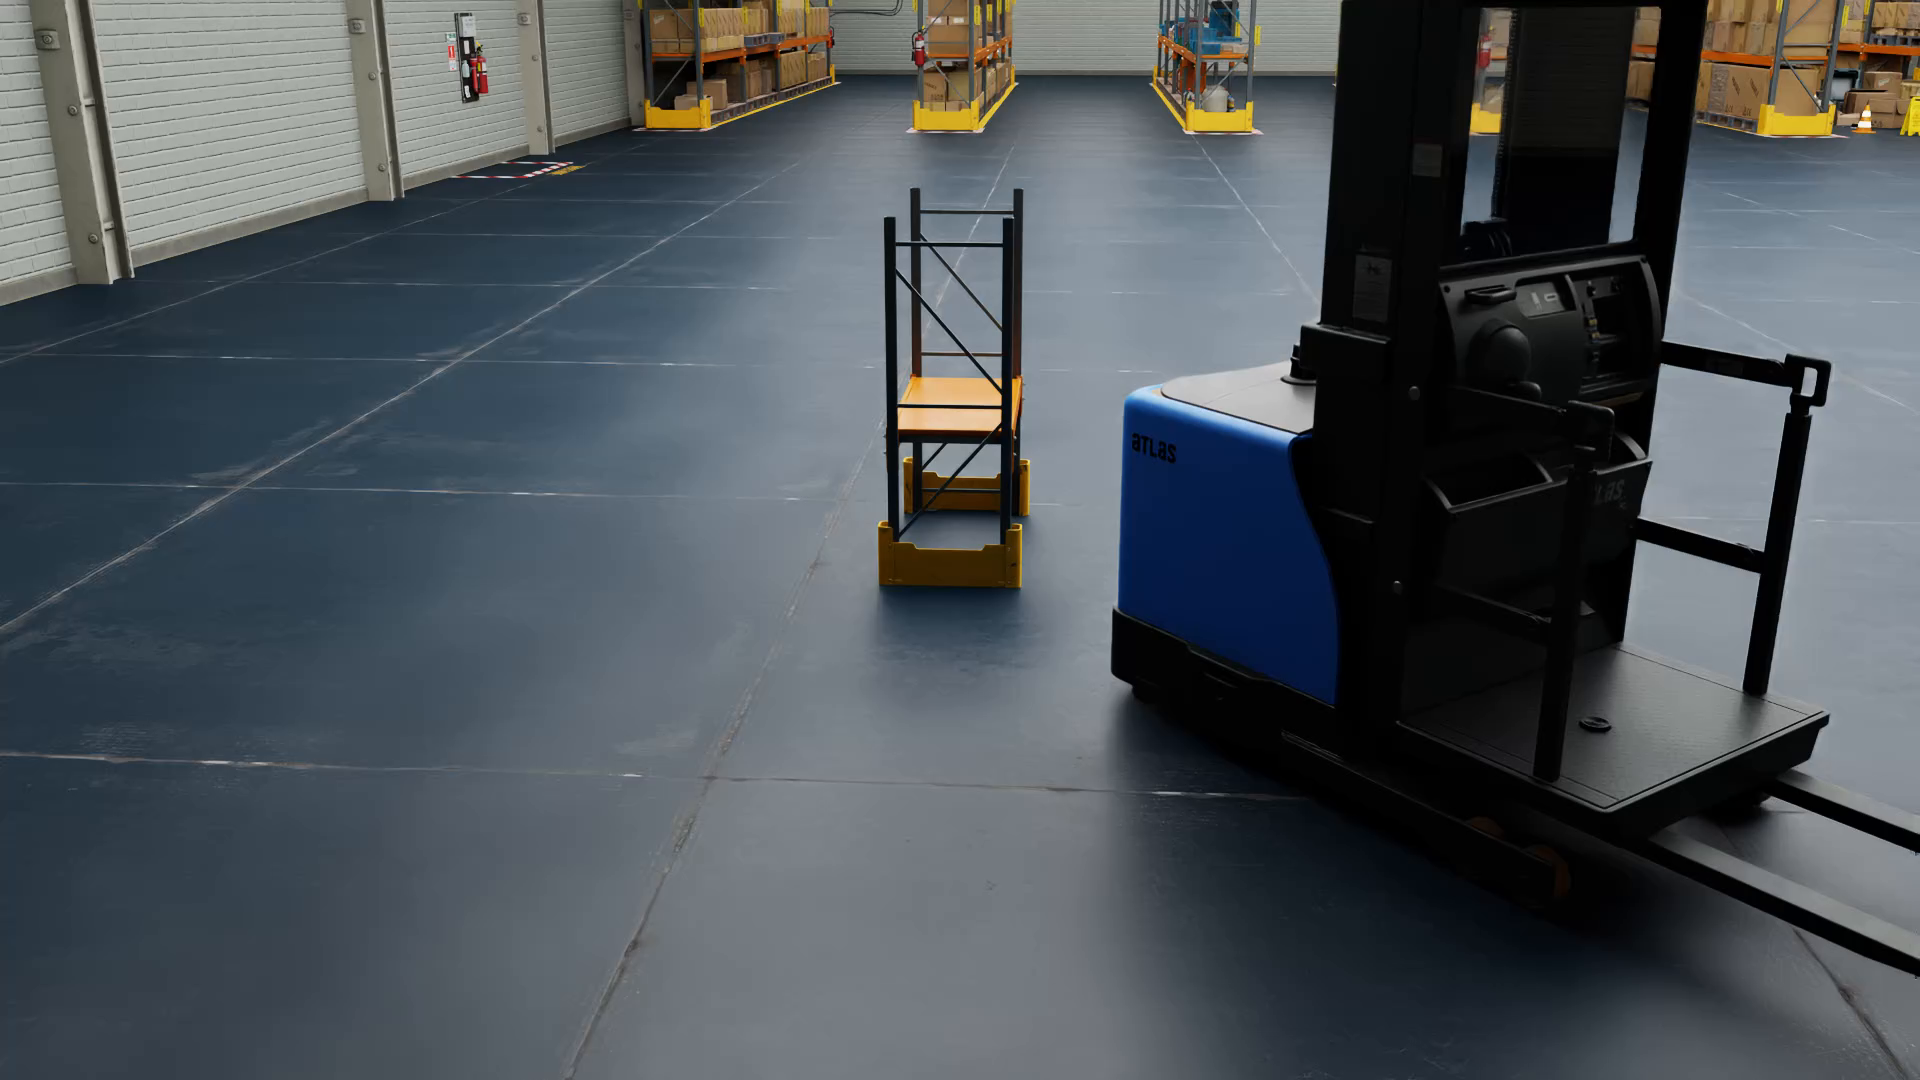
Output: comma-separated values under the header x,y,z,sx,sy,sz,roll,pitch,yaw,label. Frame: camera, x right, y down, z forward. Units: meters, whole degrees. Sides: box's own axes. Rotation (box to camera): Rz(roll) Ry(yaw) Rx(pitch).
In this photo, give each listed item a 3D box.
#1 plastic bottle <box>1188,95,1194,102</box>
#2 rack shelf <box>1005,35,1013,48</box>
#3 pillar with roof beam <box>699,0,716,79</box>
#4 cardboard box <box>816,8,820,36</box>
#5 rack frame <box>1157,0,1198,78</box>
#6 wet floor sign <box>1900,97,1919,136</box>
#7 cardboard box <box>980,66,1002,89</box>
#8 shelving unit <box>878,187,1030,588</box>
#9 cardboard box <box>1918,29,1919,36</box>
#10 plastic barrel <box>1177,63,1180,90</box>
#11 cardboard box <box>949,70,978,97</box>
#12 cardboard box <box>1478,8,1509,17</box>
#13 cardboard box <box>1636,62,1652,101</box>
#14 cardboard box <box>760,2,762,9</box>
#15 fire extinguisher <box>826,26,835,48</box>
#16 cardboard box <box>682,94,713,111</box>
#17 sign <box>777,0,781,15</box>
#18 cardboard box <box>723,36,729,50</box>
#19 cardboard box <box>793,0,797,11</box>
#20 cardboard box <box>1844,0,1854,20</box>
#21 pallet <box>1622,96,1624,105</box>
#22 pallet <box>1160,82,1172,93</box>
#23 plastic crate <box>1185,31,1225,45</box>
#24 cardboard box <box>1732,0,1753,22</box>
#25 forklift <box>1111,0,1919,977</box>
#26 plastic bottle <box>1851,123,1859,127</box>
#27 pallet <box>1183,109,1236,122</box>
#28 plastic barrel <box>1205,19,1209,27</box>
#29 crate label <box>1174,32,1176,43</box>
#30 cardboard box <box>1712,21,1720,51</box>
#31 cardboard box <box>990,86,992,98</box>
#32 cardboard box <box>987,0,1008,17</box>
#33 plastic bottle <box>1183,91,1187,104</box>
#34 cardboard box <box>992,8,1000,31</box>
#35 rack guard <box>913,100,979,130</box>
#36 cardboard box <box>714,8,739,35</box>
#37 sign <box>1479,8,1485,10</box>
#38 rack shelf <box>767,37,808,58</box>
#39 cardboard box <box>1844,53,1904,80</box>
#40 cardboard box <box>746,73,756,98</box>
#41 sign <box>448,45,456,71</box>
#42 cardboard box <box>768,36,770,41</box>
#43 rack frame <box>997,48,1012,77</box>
x,y,z,sx,sy,sz,roll,pitch,yaw,label
4.431,-8.347,31.747,0.152,0.276,0.135,1,18,4,plastic bottle
0.754,-12.892,43.107,1.077,0.370,4.000,1,18,4,rack shelf
-1.279,-13.850,35.241,9.100,9.000,0.400,1,18,4,pillar with roof beam
-4.175,-13.486,43.281,0.980,0.700,0.700,0,18,1,cardboard box
5.838,-13.744,44.549,1.000,3.000,0.127,1,18,4,rack frame
16.544,-7.350,28.817,0.267,0.644,0.232,-2,18,-6,wet floor sign
0.715,-10.845,39.012,0.500,0.500,0.500,1,18,3,cardboard box
-0.005,-0.689,7.117,0.587,1.500,1.083,1,18,4,shelving unit
19.773,-10.327,33.852,0.380,0.149,0.250,1,18,2,cardboard box
5.363,-10.816,38.812,0.600,0.588,0.708,1,18,4,plastic barrel
0.068,-8.608,31.413,0.500,0.500,0.500,1,18,4,cardboard box
9.424,-9.504,29.367,0.500,0.500,0.500,1,18,4,cardboard box
14.952,-9.678,35.080,1.050,0.750,0.750,2,18,5,cardboard box
-4.612,-11.937,37.127,0.380,0.149,0.250,-1,18,-3,cardboard box
-3.573,-13.787,45.406,0.296,0.674,0.183,1,18,4,fire extinguisher
-5.011,-8.317,31.599,0.500,0.311,0.500,3,18,8,cardboard box
-4.075,-11.984,37.446,0.100,0.325,0.005,1,18,4,sign
-4.735,-9.555,31.975,0.500,0.250,0.500,1,18,4,cardboard box
-4.192,-12.809,39.824,0.500,0.250,0.500,2,18,5,cardboard box
19.894,-11.776,36.778,0.500,0.500,0.500,2,18,5,cardboard box
15.202,-9.924,37.370,1.003,0.211,1.213,1,18,4,pallet
5.565,-11.405,41.892,1.003,0.211,1.213,1,18,4,pallet
4.813,-9.827,32.697,0.767,0.338,0.504,1,18,4,plastic crate
14.668,-9.732,30.331,0.875,0.550,0.500,1,18,4,cardboard box
1.787,-0.583,4.495,1.130,2.935,3.031,-12,22,-33,forklift
16.559,-7.653,30.682,0.133,0.061,0.283,-5,19,-15,plastic bottle
4.803,-8.104,31.816,1.003,0.211,1.213,1,18,4,pallet
5.317,-10.601,34.741,0.433,0.535,0.433,0,18,0,plastic barrel
4.860,-11.057,36.619,0.303,0.233,0.416,1,18,4,crate label
14.826,-9.549,31.507,0.875,0.550,0.550,1,18,4,cardboard box
0.423,-9.619,35.702,0.500,0.250,0.500,2,18,5,cardboard box
0.925,-13.276,41.355,0.500,0.500,0.500,2,18,5,cardboard box
4.517,-8.840,33.259,0.097,0.271,0.097,0,18,0,plastic bottle
0.546,-12.310,39.339,0.700,0.500,0.500,-3,18,-10,cardboard box
-0.251,-7.691,30.091,1.175,0.500,0.348,1,18,4,rack guard
-4.660,-10.224,32.811,0.500,0.500,0.500,1,18,4,cardboard box
9.079,-9.383,28.874,0.100,0.325,0.005,1,18,4,sign
-4.474,-11.759,39.649,1.077,0.370,4.000,1,18,4,rack shelf
20.221,-10.330,36.869,0.875,0.875,0.875,1,18,3,cardboard box
-4.804,-9.807,35.844,0.700,0.500,0.500,1,18,5,cardboard box
-6.791,-6.450,22.232,0.001,0.329,0.234,1,18,4,sign
-4.363,-11.467,37.974,0.380,0.149,0.250,1,18,3,cardboard box
0.897,-13.855,44.890,1.000,3.000,0.127,1,18,4,rack frame
